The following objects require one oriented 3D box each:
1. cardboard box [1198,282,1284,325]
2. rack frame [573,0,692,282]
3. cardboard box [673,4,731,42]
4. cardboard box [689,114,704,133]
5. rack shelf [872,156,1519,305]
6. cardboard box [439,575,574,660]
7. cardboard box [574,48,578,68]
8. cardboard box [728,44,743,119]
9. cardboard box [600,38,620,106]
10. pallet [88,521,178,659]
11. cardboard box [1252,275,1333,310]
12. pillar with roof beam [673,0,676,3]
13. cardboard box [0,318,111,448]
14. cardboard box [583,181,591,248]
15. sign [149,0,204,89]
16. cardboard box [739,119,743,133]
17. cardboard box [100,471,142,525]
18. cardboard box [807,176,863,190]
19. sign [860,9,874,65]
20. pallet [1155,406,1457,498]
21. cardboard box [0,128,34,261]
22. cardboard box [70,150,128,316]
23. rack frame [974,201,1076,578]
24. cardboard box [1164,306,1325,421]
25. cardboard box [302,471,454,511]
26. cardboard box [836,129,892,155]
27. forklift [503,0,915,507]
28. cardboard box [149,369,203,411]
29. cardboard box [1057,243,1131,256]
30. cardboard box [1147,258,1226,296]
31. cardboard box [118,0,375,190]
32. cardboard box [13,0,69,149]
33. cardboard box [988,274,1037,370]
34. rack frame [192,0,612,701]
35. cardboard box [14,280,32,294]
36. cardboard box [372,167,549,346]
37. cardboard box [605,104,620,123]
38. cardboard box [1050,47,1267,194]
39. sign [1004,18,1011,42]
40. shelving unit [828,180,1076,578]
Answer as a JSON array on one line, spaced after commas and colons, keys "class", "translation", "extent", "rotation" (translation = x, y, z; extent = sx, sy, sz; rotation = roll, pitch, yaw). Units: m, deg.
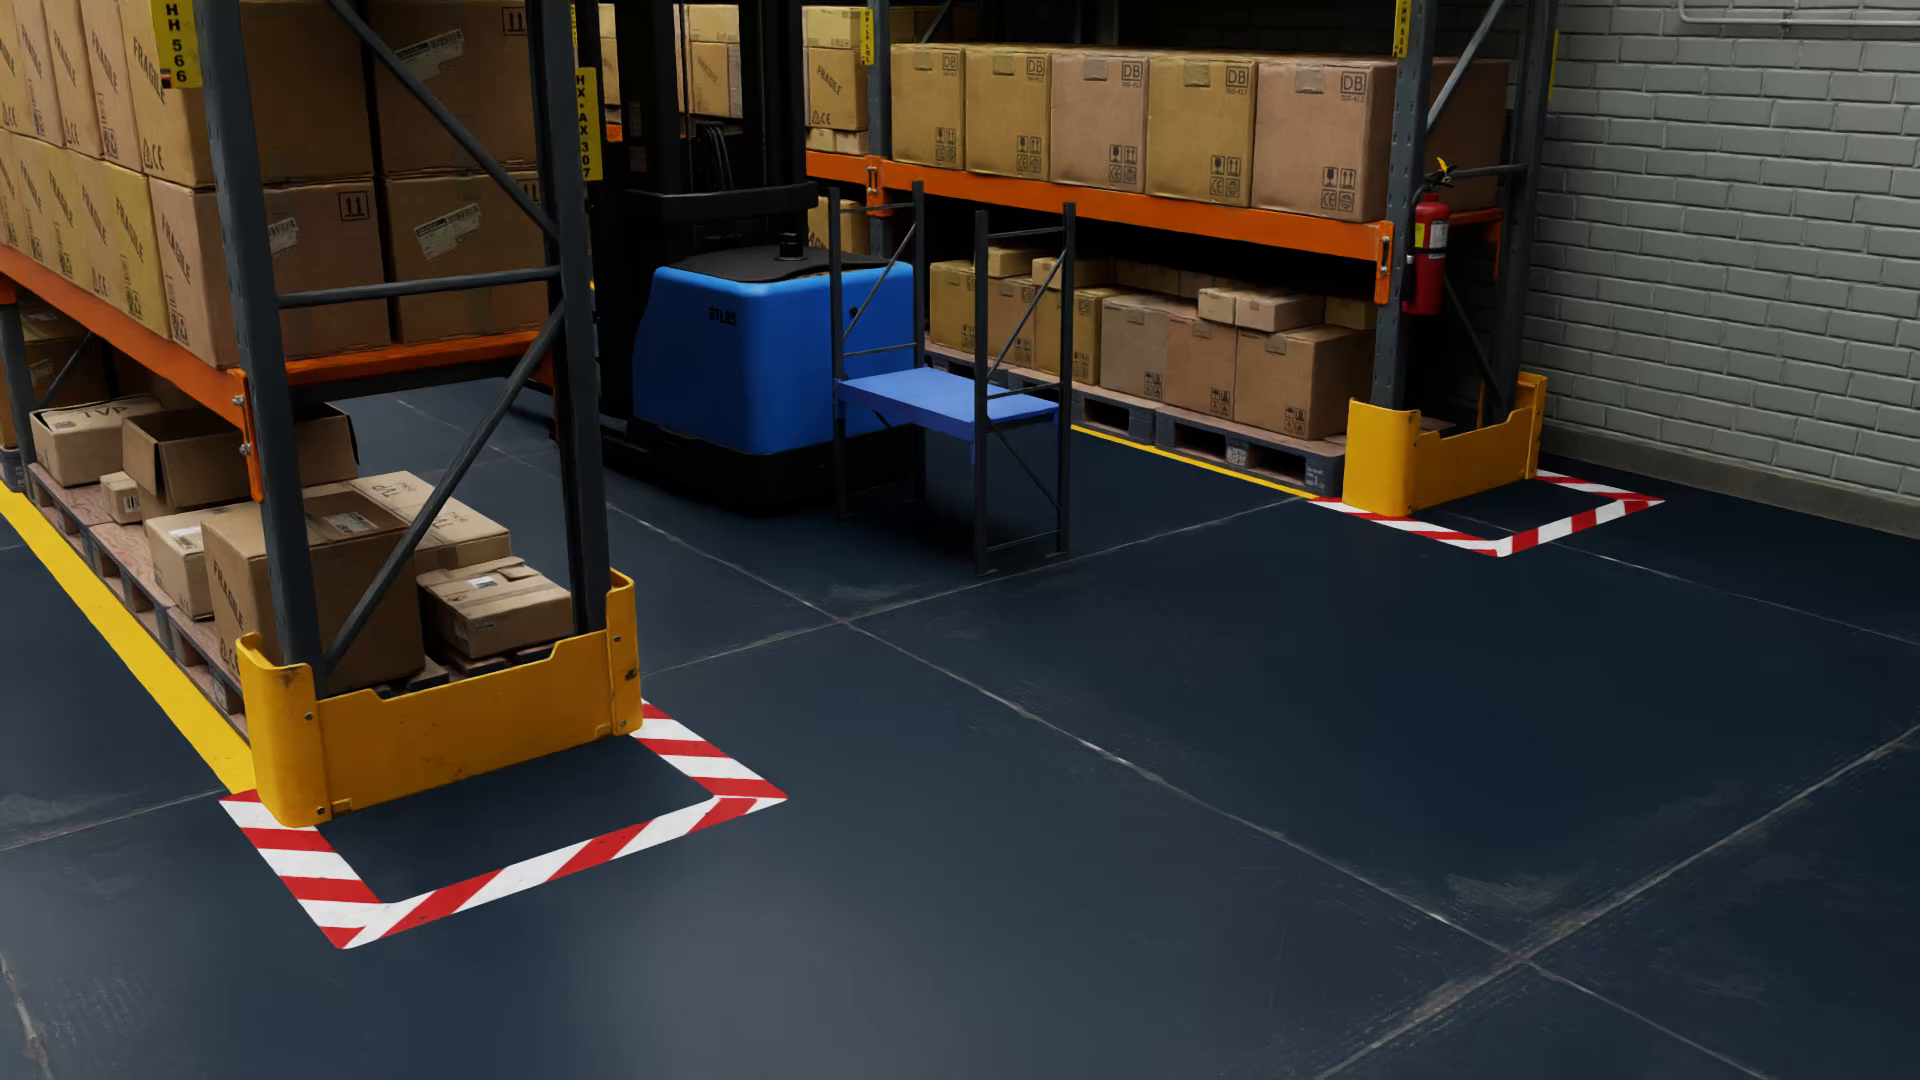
[{"class": "cardboard box", "translation": [1.444, -1.216, 8.538], "extent": [0.380, 0.149, 0.250], "rotation": [-13, 22, -35]}, {"class": "rack frame", "translation": [-2.628, -3.654, 13.627], "extent": [1.000, 3.000, 0.127], "rotation": [-14, 23, -36]}, {"class": "cardboard box", "translation": [-1.901, -3.792, 12.184], "extent": [0.500, 0.250, 0.500], "rotation": [-14, 23, -36]}, {"class": "cardboard box", "translation": [-1.785, -3.107, 12.341], "extent": [0.380, 0.149, 0.250], "rotation": [-14, 23, -35]}, {"class": "rack shelf", "translation": [1.097, -1.834, 9.275], "extent": [1.077, 0.370, 4.000], "rotation": [-14, 23, -36]}, {"class": "cardboard box", "translation": [-1.533, 0.259, 5.644], "extent": [0.380, 0.149, 0.250], "rotation": [-14, 23, -36]}, {"class": "cardboard box", "translation": [-2.928, -4.025, 13.886], "extent": [0.500, 0.500, 0.700], "rotation": [17, 25, 42]}, {"class": "cardboard box", "translation": [-1.259, -3.181, 11.532], "extent": [0.500, 0.500, 0.500], "rotation": [-14, 23, -36]}, {"class": "cardboard box", "translation": [-2.527, -3.683, 13.049], "extent": [0.500, 0.500, 0.500], "rotation": [-13, 22, -35]}, {"class": "pallet", "translation": [-2.838, 0.093, 6.746], "extent": [1.003, 0.211, 1.213], "rotation": [-14, 23, -36]}, {"class": "cardboard box", "translation": [1.745, -1.290, 8.762], "extent": [0.380, 0.149, 0.250], "rotation": [-14, 23, -36]}, {"class": "pillar with roof beam", "translation": [-6.132, -6.151, 11.624], "extent": [9.100, 9.000, 0.400], "rotation": [-14, 23, -36]}, {"class": "cardboard box", "translation": [-4.557, -0.789, 8.250], "extent": [0.500, 0.500, 0.500], "rotation": [-14, 23, -36]}, {"class": "cardboard box", "translation": [-3.116, -2.844, 14.456], "extent": [0.700, 0.500, 0.500], "rotation": [-14, 23, -35]}, {"class": "sign", "translation": [-1.990, -1.312, 4.207], "extent": [0.100, 0.325, 0.005], "rotation": [-14, 23, -36]}, {"class": "cardboard box", "translation": [-1.331, -2.909, 11.743], "extent": [0.380, 0.149, 0.250], "rotation": [-15, 23, -38]}, {"class": "cardboard box", "translation": [-3.390, -0.208, 7.026], "extent": [0.380, 0.166, 0.250], "rotation": [-14, 23, -36]}, {"class": "cardboard box", "translation": [-1.204, -2.201, 11.989], "extent": [0.750, 0.750, 0.750], "rotation": [-13, 22, -34]}, {"class": "sign", "translation": [-0.564, -3.073, 10.154], "extent": [0.100, 0.325, 0.005], "rotation": [-14, 23, -36]}, {"class": "pallet", "translation": [1.781, -0.541, 8.661], "extent": [1.003, 0.211, 1.213], "rotation": [-14, 23, -36]}, {"class": "cardboard box", "translation": [-3.602, -1.444, 6.793], "extent": [0.500, 0.500, 0.500], "rotation": [-13, 23, -35]}, {"class": "cardboard box", "translation": [-2.664, -1.071, 5.667], "extent": [0.500, 0.500, 0.500], "rotation": [-14, 23, -36]}, {"class": "rack frame", "translation": [0.263, -0.608, 6.812], "extent": [0.500, 1.500, 0.032], "rotation": [-14, 23, -36]}, {"class": "cardboard box", "translation": [1.515, -0.972, 8.835], "extent": [0.700, 0.500, 0.500], "rotation": [-14, 23, -36]}, {"class": "cardboard box", "translation": [-2.278, -0.055, 6.430], "extent": [0.500, 0.250, 0.500], "rotation": [-14, 23, -36]}, {"class": "cardboard box", "translation": [-0.577, -2.587, 10.771], "extent": [0.380, 0.149, 0.250], "rotation": [-14, 23, -36]}, {"class": "forklift", "translation": [-1.542, -1.931, 8.532], "extent": [1.130, 2.935, 3.031], "rotation": [-16, 24, -39]}, {"class": "cardboard box", "translation": [-3.449, -0.638, 7.795], "extent": [0.500, 0.500, 0.500], "rotation": [-14, 23, -36]}, {"class": "cardboard box", "translation": [0.798, -1.665, 9.897], "extent": [0.380, 0.149, 0.250], "rotation": [-15, 23, -38]}, {"class": "cardboard box", "translation": [1.272, -1.477, 9.328], "extent": [0.380, 0.149, 0.250], "rotation": [-14, 23, -36]}, {"class": "cardboard box", "translation": [-2.034, -1.294, 4.747], "extent": [0.500, 0.500, 0.500], "rotation": [-14, 23, -37]}, {"class": "cardboard box", "translation": [-2.993, -1.671, 5.888], "extent": [0.500, 0.500, 0.500], "rotation": [-13, 22, -34]}, {"class": "cardboard box", "translation": [0.549, -1.353, 9.984], "extent": [0.700, 0.500, 0.500], "rotation": [-14, 23, -37]}, {"class": "rack frame", "translation": [-1.542, -0.715, 4.751], "extent": [1.000, 3.000, 0.127], "rotation": [-14, 23, -36]}, {"class": "cardboard box", "translation": [-5.486, -1.161, 9.373], "extent": [0.500, 0.500, 0.500], "rotation": [-15, 23, -38]}, {"class": "cardboard box", "translation": [-1.611, -0.924, 5.221], "extent": [0.500, 0.500, 0.500], "rotation": [-13, 23, -35]}, {"class": "cardboard box", "translation": [-2.605, -3.418, 13.282], "extent": [0.380, 0.149, 0.250], "rotation": [-14, 23, -37]}, {"class": "cardboard box", "translation": [1.088, -2.316, 9.108], "extent": [0.980, 0.700, 0.700], "rotation": [-15, 24, -39]}, {"class": "sign", "translation": [0.289, -3.226, 10.830], "extent": [0.100, 0.325, 0.005], "rotation": [-14, 23, -36]}, {"class": "shelving unit", "translation": [-0.053, -0.733, 7.190], "extent": [0.538, 1.500, 1.048], "rotation": [-14, 23, -36]}]
